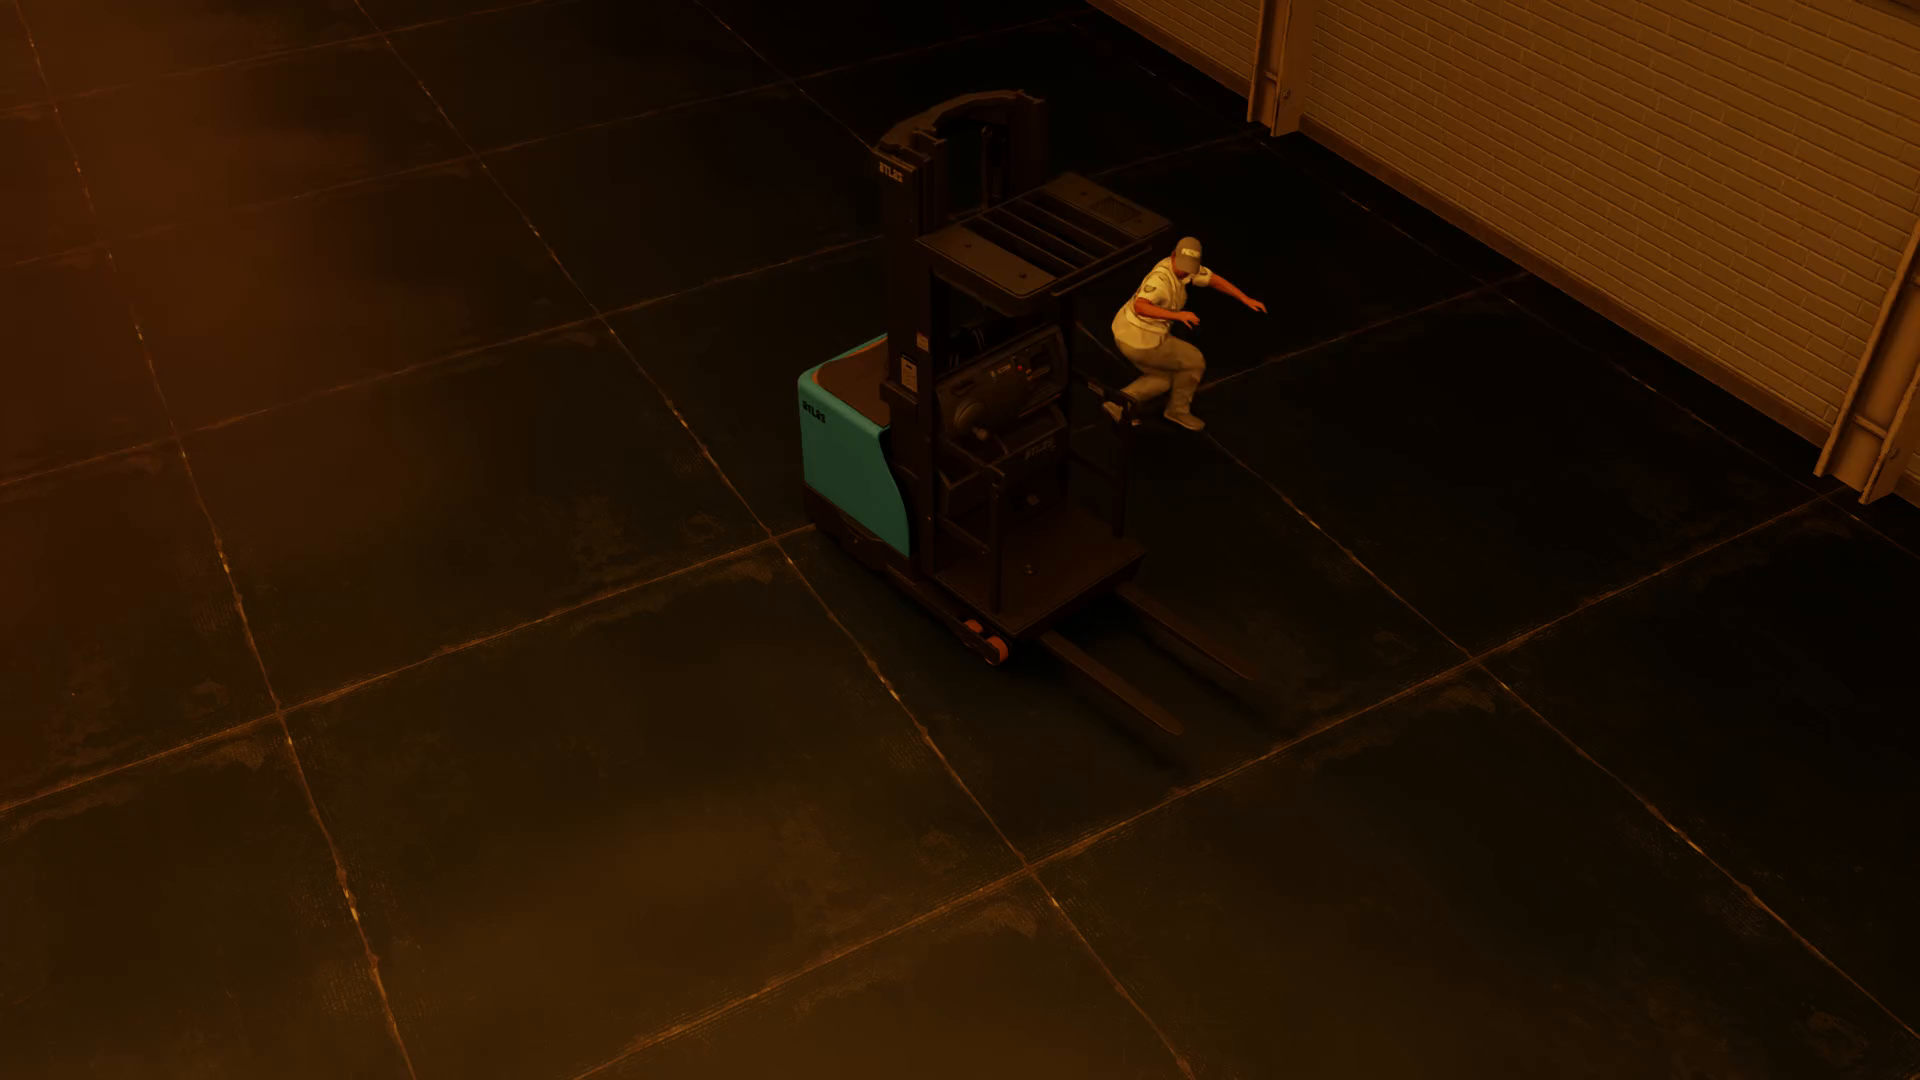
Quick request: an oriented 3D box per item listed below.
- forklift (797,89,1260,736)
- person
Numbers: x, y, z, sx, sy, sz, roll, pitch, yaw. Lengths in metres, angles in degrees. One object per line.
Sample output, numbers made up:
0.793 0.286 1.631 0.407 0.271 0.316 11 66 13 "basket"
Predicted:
0.381 -0.786 8.984 1.130 2.935 3.031 -30 48 -31 "forklift"
1.479 -1.283 10.797 1.045 1.417 0.774 0 40 1 "person"
